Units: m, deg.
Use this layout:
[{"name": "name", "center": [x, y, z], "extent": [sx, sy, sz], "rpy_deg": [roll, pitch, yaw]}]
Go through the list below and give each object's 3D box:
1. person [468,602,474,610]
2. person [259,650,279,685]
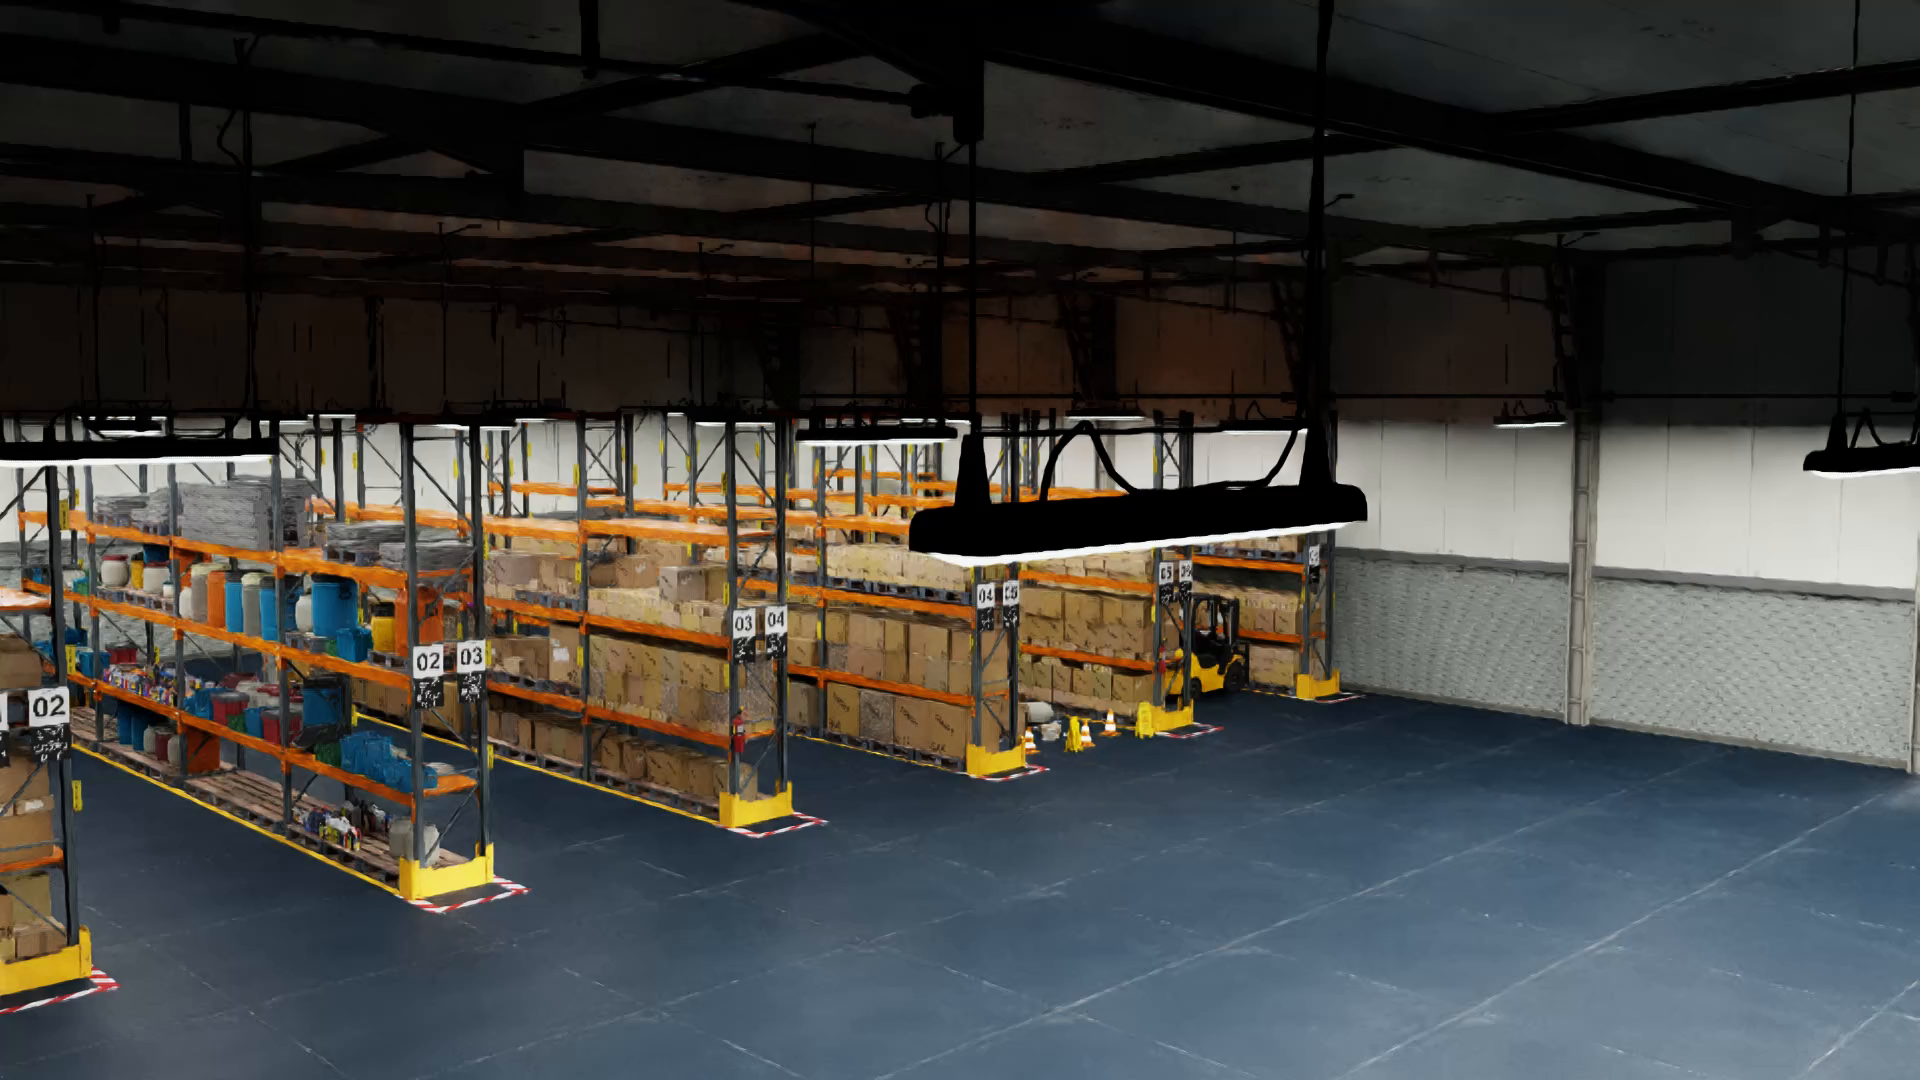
[{"name": "person", "center": [-12.041, 1.890, 41.098], "extent": [0.467, 1.766, 0.584], "rpy_deg": [0, 5, -5]}, {"name": "person", "center": [-14.191, 2.527, 34.042], "extent": [0.565, 1.668, 0.561], "rpy_deg": [-1, 5, -16]}]
